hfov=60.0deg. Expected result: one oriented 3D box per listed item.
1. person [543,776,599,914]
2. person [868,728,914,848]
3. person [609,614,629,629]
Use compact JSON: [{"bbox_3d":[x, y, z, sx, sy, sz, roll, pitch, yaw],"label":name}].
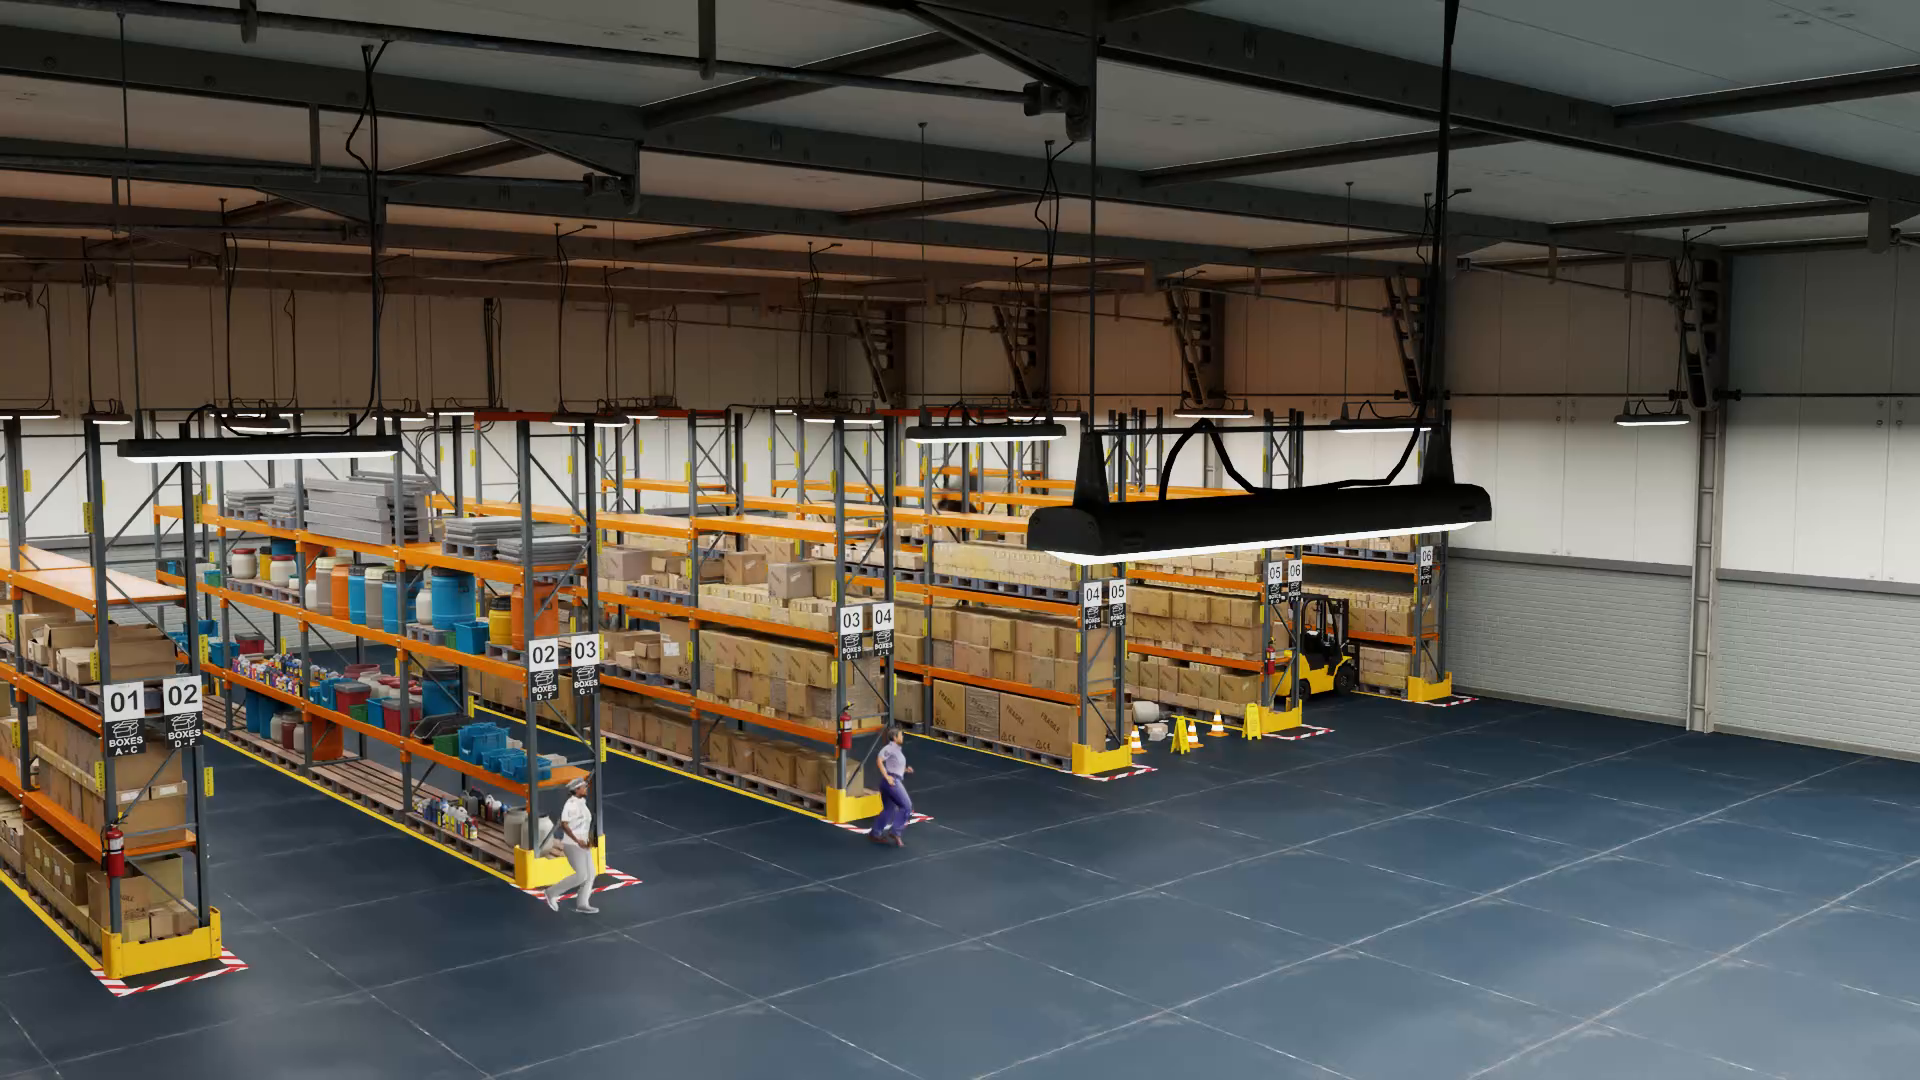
[{"bbox_3d":[-4.733,3.717,20.401,0.665,1.637,0.652,0,5,0],"label":"person"},{"bbox_3d":[-0.978,3.493,23.513,0.646,1.635,0.710,0,5,-3],"label":"person"},{"bbox_3d":[-8.437,1.866,41.326,0.610,1.650,0.628,4,7,42],"label":"person"}]
